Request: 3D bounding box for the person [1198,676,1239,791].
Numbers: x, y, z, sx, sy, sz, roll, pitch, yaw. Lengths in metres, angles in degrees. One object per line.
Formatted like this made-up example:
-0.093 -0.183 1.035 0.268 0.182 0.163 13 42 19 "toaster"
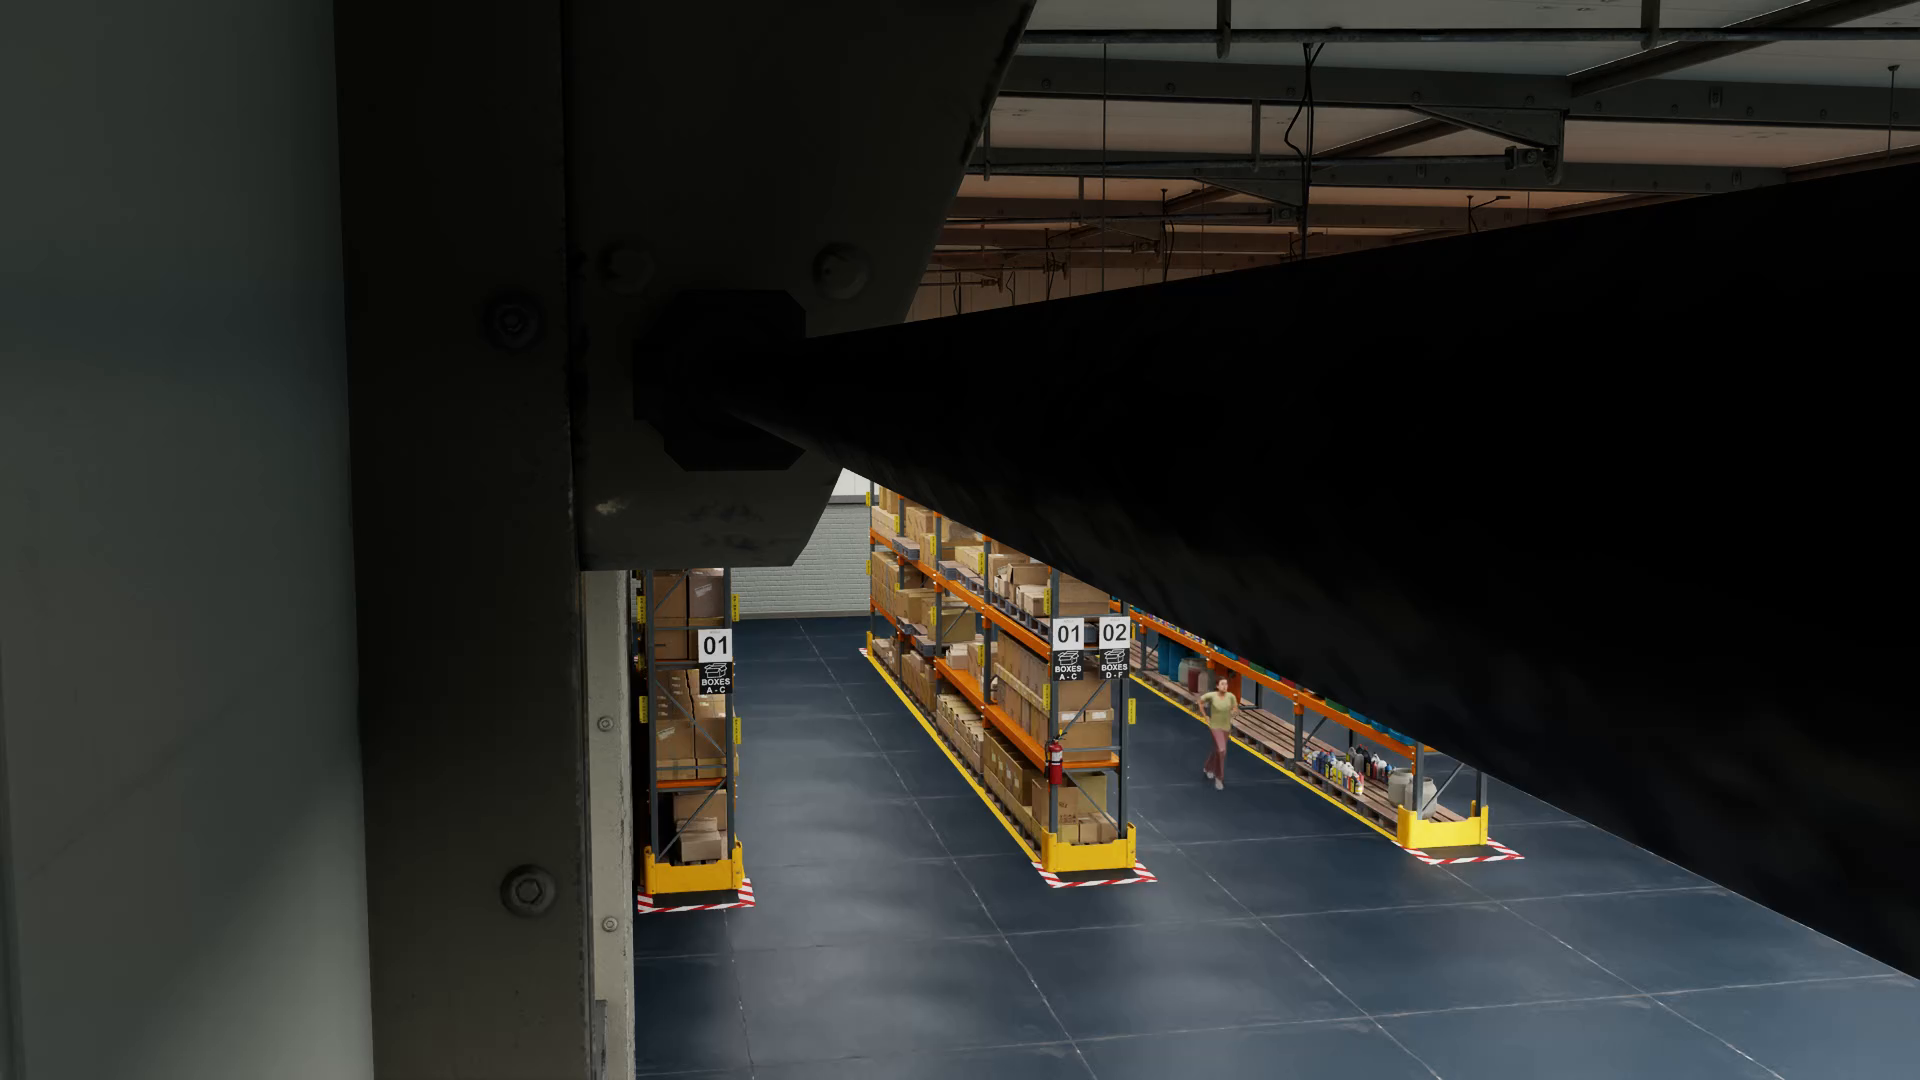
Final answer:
3.918 2.886 25.187 0.556 1.708 0.793 -2 6 -20 "person"
